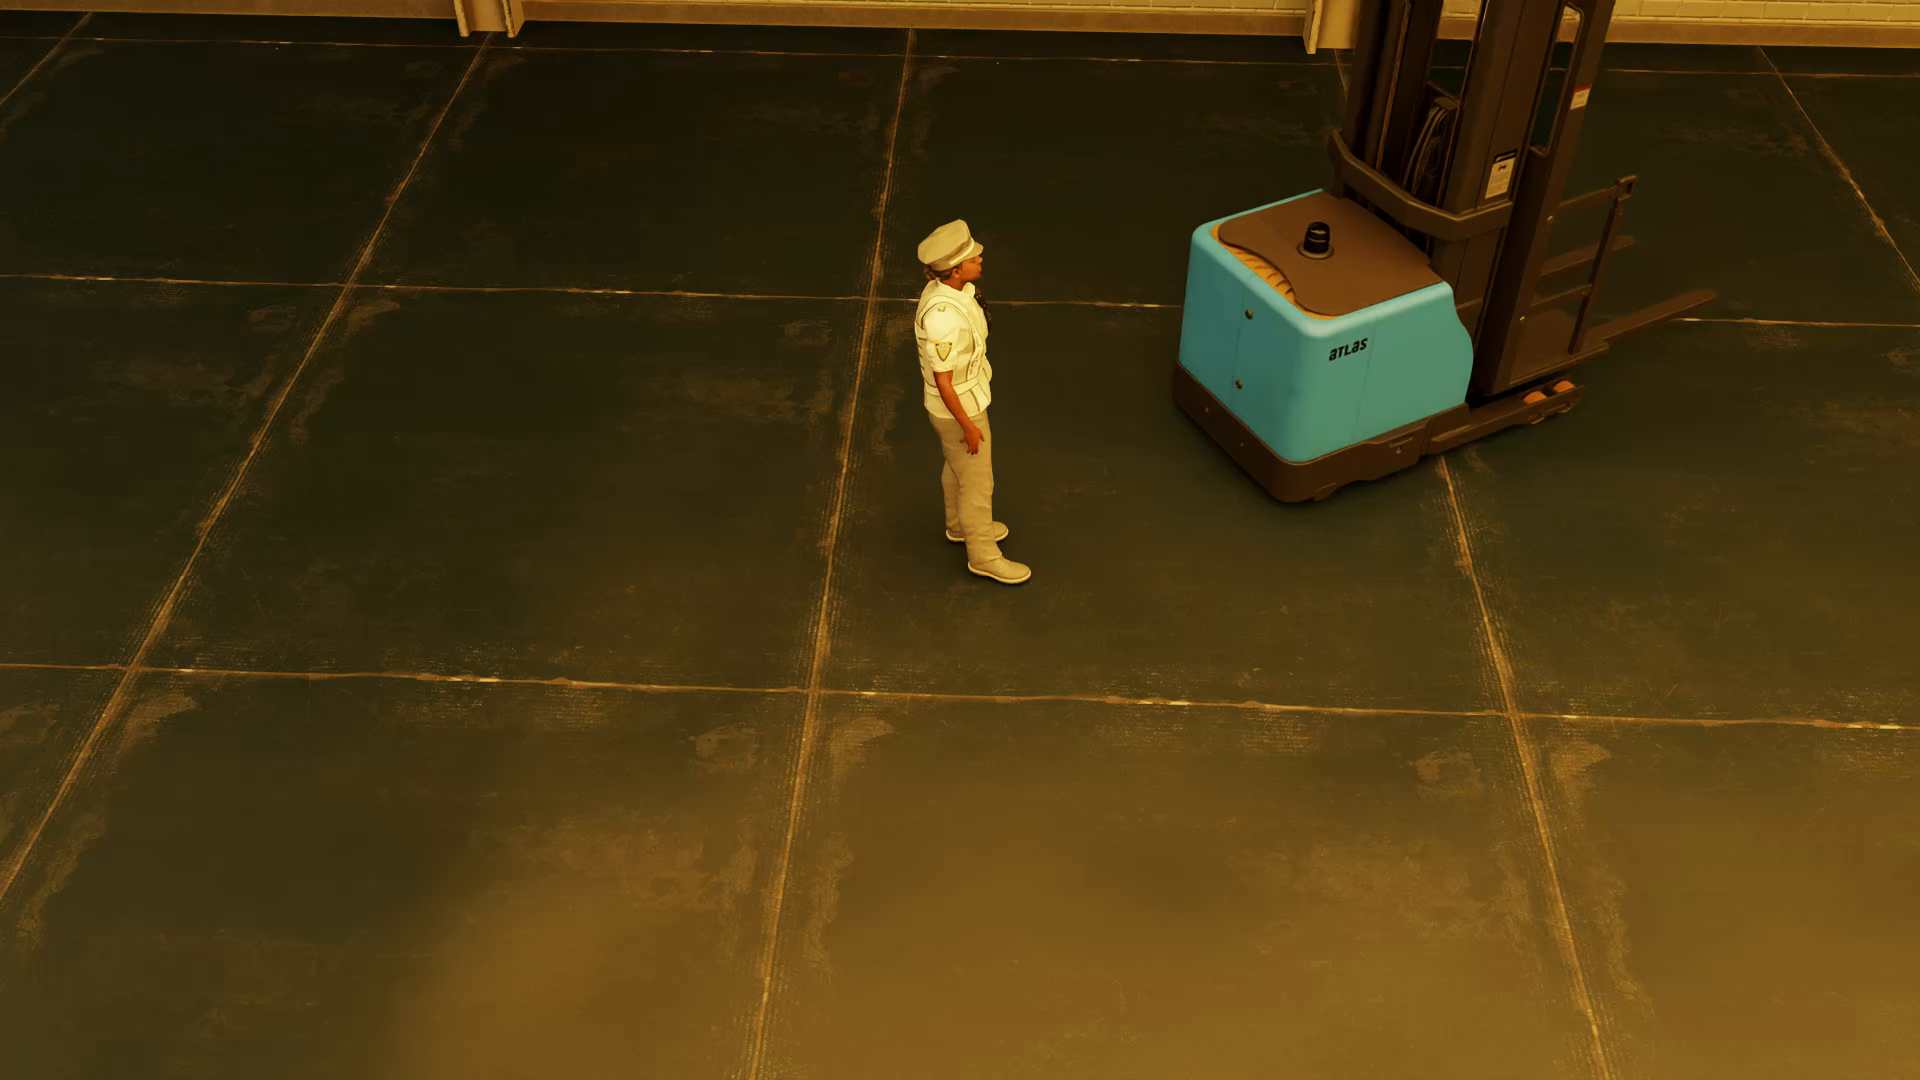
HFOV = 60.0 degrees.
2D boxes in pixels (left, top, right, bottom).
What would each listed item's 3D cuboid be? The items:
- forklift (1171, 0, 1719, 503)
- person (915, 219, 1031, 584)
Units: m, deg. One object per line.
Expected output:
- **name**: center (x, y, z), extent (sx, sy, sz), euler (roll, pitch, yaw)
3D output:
- **forklift**: center (2.642, -1.975, 7.906), extent (3.031, 2.935, 1.130), euler (-20, 46, -20)
- **person**: center (0.074, -0.615, 7.323), extent (0.530, 1.695, 0.570), euler (2, 42, 2)
